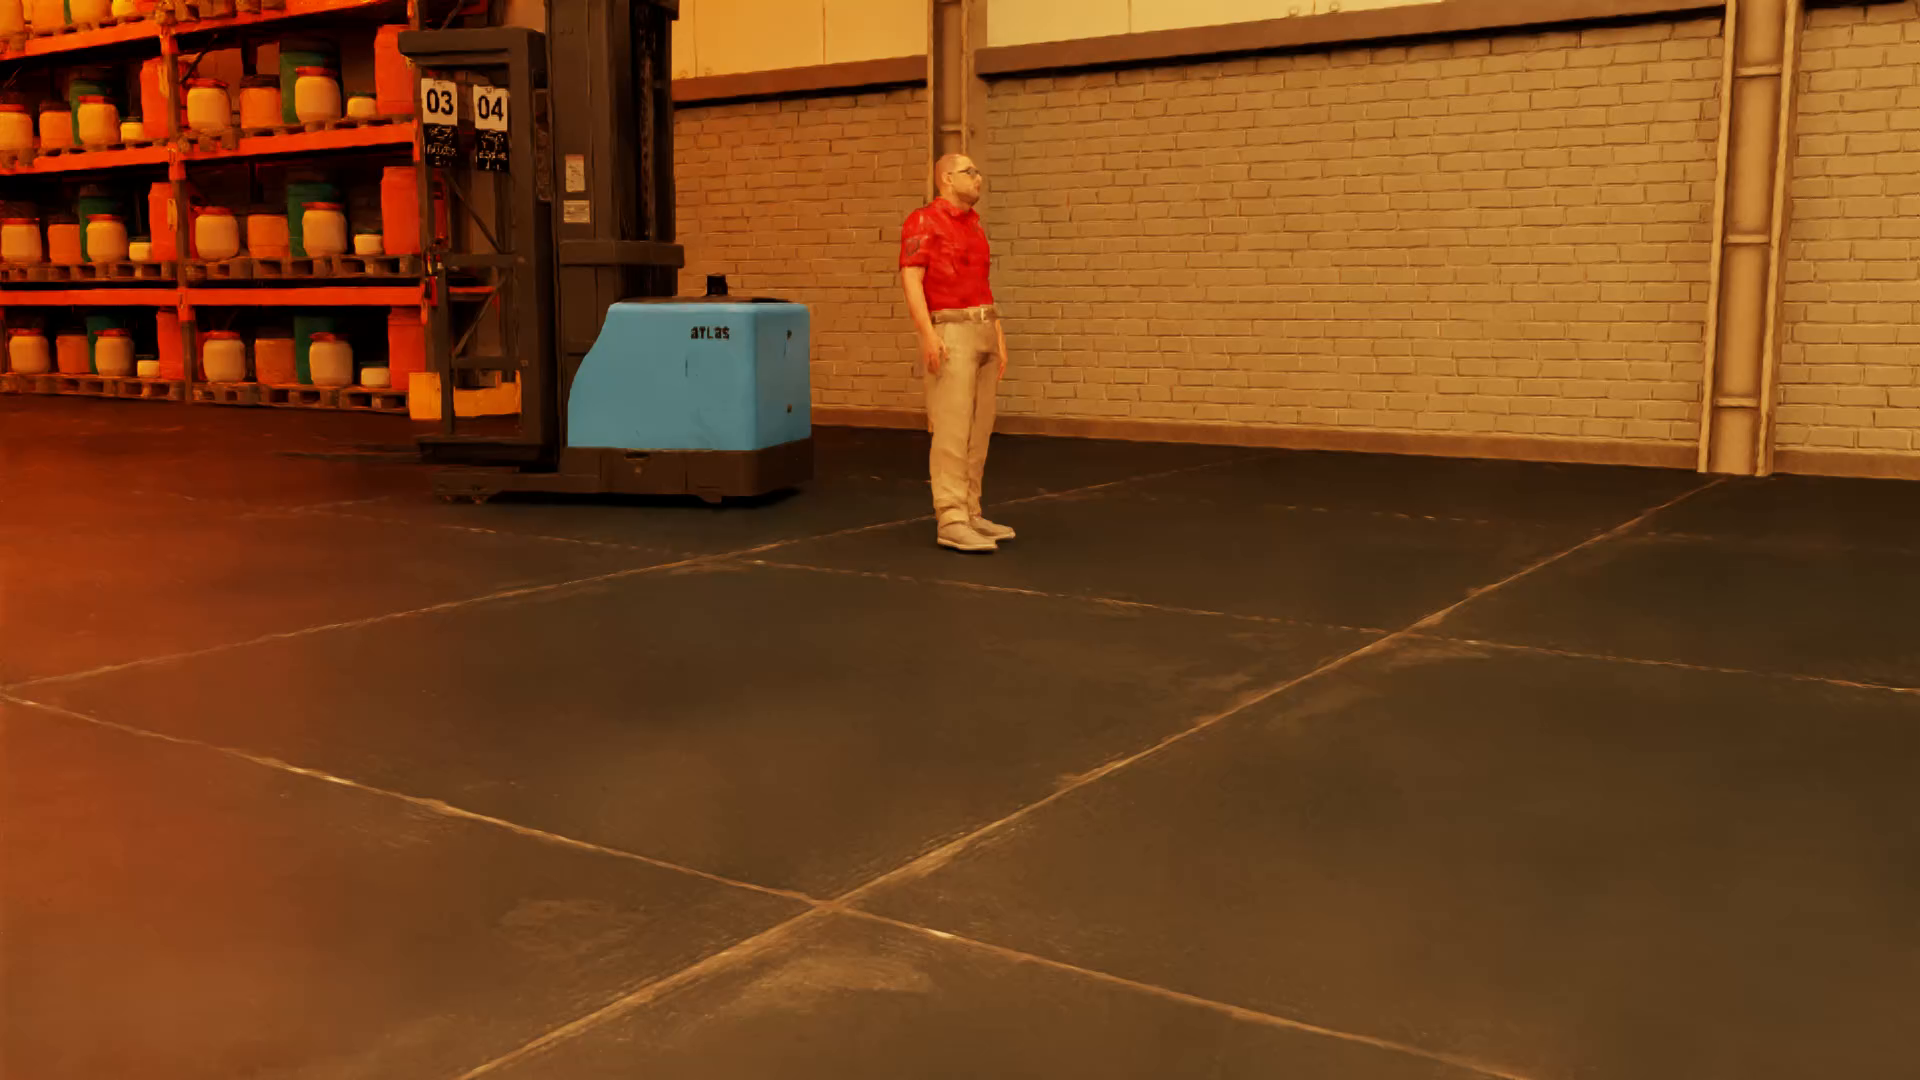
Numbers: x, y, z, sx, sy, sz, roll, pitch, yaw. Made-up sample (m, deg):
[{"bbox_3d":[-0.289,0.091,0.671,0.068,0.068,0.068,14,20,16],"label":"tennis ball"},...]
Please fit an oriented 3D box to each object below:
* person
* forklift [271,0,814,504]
[{"bbox_3d":[0.068,-0.855,7.421,0.550,1.726,0.640,5,10,34],"label":"person"},{"bbox_3d":[-2.418,-1.729,9.352,3.031,2.935,1.130,2,8,14],"label":"forklift"}]
